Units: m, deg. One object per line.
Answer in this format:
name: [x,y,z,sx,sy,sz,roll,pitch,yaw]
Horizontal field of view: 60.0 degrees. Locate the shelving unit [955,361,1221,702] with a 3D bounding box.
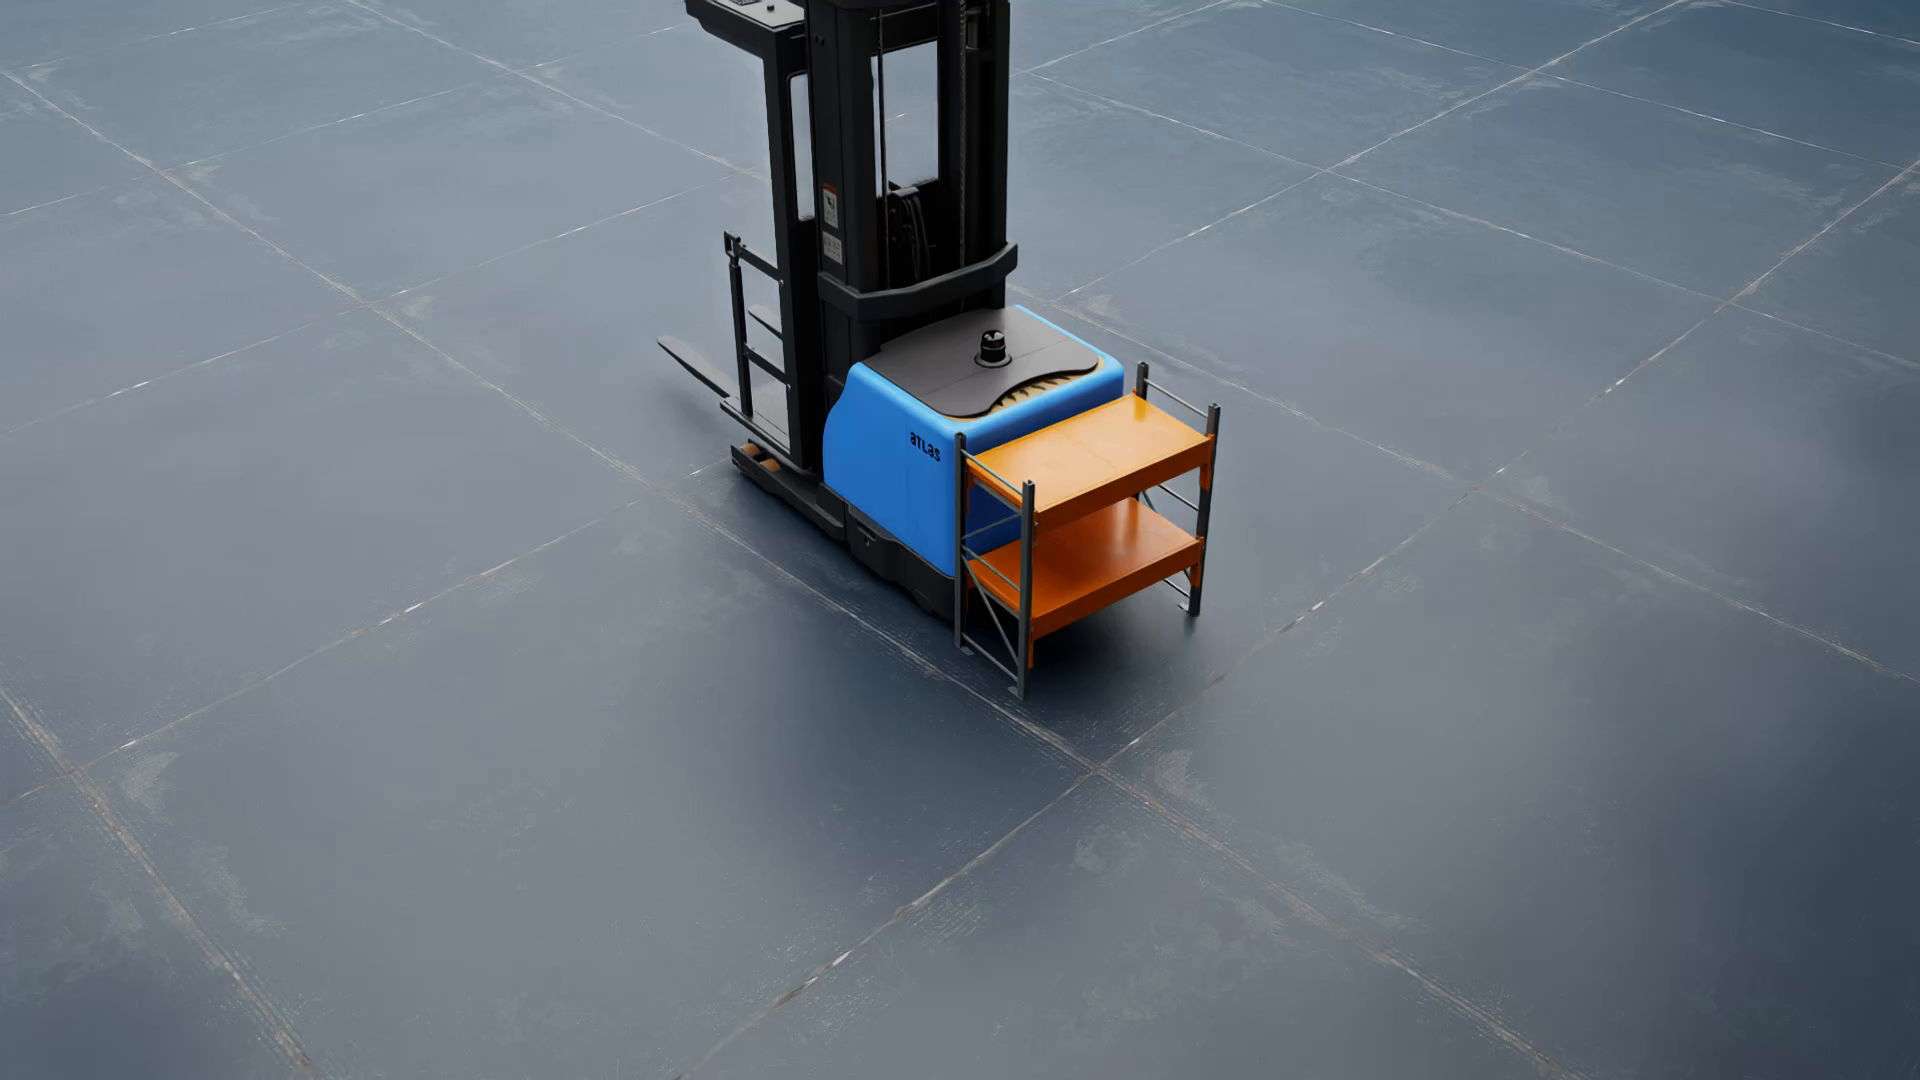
shelving unit: [0.546,-0.048,7.335,1.048,1.125,0.538,-23,41,-29]

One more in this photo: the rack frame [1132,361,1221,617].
rack frame: [0.954,-0.221,7.584,0.032,1.125,0.500,-23,41,-29]

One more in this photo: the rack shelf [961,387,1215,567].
rack shelf: [0.546,-0.288,7.168,1.000,0.278,0.538,-23,41,-29]

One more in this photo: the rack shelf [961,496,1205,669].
rack shelf: [0.546,0.153,7.475,1.000,0.278,0.538,-23,41,-29]

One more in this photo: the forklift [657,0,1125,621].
forklift: [-0.541,-1.612,7.999,1.130,2.935,3.031,-24,42,-30]

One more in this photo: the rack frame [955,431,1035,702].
rack frame: [0.138,0.126,7.086,0.032,1.125,0.500,-23,41,-29]
